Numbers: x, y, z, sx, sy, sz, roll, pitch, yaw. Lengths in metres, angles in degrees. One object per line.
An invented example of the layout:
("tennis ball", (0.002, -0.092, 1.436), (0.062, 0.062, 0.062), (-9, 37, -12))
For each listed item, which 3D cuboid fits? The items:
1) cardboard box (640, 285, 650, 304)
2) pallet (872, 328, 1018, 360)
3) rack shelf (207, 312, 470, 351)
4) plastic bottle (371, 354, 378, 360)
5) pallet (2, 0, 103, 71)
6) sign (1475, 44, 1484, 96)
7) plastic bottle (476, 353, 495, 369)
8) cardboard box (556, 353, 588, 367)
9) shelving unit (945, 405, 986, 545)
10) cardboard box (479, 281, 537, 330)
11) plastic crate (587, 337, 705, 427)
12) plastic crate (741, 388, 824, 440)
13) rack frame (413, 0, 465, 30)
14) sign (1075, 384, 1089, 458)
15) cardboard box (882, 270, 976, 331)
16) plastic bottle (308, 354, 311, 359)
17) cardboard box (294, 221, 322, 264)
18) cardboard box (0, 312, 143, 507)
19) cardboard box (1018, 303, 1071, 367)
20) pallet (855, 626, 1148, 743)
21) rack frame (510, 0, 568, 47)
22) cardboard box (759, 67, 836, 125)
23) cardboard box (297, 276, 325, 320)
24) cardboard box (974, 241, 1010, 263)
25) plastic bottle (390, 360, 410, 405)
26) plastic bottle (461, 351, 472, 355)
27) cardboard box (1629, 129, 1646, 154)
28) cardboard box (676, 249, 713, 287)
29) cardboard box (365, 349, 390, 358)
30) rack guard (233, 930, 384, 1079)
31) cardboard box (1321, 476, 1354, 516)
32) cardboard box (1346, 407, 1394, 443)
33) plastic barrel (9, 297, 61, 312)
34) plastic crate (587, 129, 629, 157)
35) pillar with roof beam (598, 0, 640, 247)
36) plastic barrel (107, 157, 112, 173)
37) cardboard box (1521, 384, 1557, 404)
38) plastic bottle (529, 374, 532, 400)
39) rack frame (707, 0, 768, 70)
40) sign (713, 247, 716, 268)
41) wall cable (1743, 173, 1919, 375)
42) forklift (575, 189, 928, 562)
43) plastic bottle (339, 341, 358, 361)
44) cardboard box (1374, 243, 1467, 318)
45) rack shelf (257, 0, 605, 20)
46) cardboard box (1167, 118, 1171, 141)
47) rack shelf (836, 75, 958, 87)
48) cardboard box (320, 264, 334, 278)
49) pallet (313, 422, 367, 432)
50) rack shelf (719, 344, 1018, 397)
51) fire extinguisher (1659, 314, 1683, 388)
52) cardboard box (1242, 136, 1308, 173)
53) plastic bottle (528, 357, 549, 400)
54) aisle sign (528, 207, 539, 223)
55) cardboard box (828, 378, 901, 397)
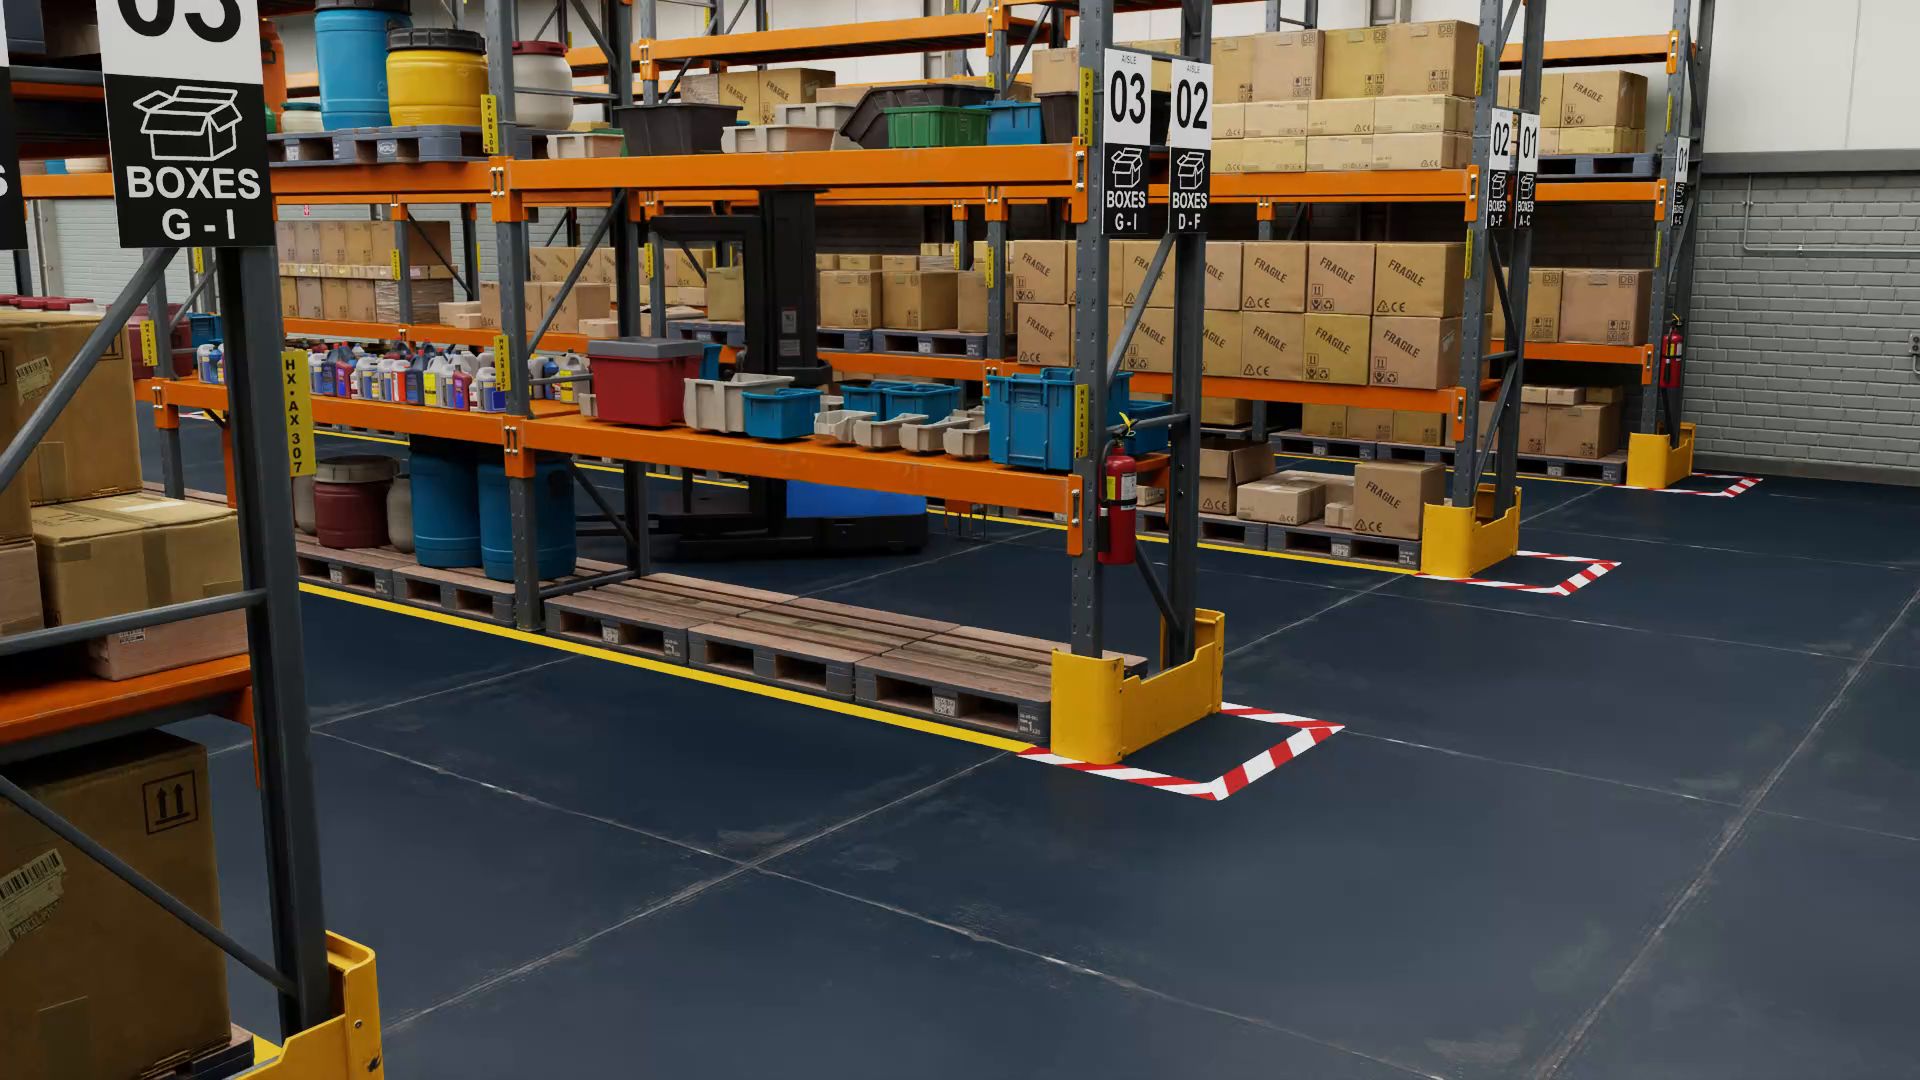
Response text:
("cardboard box", (-4.322, -3.459, 23.356), (0.500, 0.250, 0.500), (8, 13, 35))
("pallet", (-0.010, -1.759, 14.730), (1.213, 0.211, 1.003), (8, 13, 36))
("rack shelf", (-7.490, -2.518, 20.040), (4.000, 0.370, 1.077), (8, 13, 36))
("plastic bottle", (-4.272, -1.253, 12.134), (0.097, 0.201, 0.097), (0, 11, 0))
("pallet", (-2.677, -1.292, 4.145), (1.213, 0.211, 1.003), (8, 13, 36))
("sign", (3.449, -3.122, 11.040), (0.005, 0.325, 0.100), (8, 13, 36))
("plastic bottle", (-3.259, -1.142, 11.363), (0.135, 0.276, 0.152), (8, 13, 36))
("cardboard box", (-5.669, -2.659, 24.797), (0.500, 0.311, 0.500), (6, 13, 29))
("shelving unit", (0.043, -0.509, 12.899), (0.252, 1.050, 0.215), (8, 13, 36))
("cardboard box", (-4.844, -2.547, 18.035), (0.500, 0.500, 0.500), (9, 14, 40))
("plastic crate", (-1.794, -0.911, 9.514), (0.583, 0.464, 0.402), (8, 13, 36))
("plastic crate", (-0.948, -0.678, 8.919), (0.300, 0.233, 0.416), (8, 13, 36))
("rack frame", (-5.878, -5.591, 18.240), (0.127, 3.000, 1.000), (8, 13, 36))
("sign", (0.546, -0.533, 7.458), (0.005, 0.325, 0.100), (8, 13, 36))
("cardboard box", (-0.272, -2.157, 14.913), (0.700, 0.500, 0.500), (-11, 15, -44))
("plastic bottle", (-4.424, -1.130, 11.312), (0.097, 0.271, 0.097), (0, 11, 0))
("cardboard box", (-7.453, -3.550, 19.805), (0.500, 0.500, 0.700), (8, 14, 36))
("cardboard box", (-2.703, -0.373, 4.697), (0.500, 0.500, 0.500), (8, 13, 34))
("cardboard box", (0.819, -1.697, 13.639), (0.500, 0.500, 0.500), (8, 14, 37))
("pallet", (0.217, 0.731, 8.693), (1.213, 0.211, 1.003), (8, 13, 36))
("rack frame", (-6.173, -6.800, 24.487), (0.127, 3.000, 1.000), (8, 13, 36))
("cardboard box", (-1.484, -4.044, 15.245), (0.500, 0.500, 0.500), (8, 13, 36))
("cardboard box", (-7.484, -2.917, 19.946), (0.500, 0.500, 0.700), (8, 14, 37))
("cardboard box", (0.511, -3.434, 19.812), (0.500, 0.250, 0.500), (8, 14, 37))
("plastic bottle", (-3.575, -1.020, 10.734), (0.135, 0.276, 0.152), (8, 13, 36))
("plastic bottle", (-3.446, -1.168, 11.498), (0.135, 0.276, 0.152), (8, 13, 36))
("cardboard box", (6.280, -3.830, 16.057), (0.500, 0.250, 0.500), (9, 14, 38))
("cardboard box", (-3.513, -3.715, 22.703), (0.500, 0.500, 0.500), (8, 13, 35))
("cardboard box", (-6.778, -1.947, 19.356), (0.500, 0.500, 0.500), (8, 13, 36))
("rack guard", (-2.054, 1.449, 4.223), (0.348, 0.500, 1.175), (8, 13, 36))
("cardboard box", (3.120, -0.324, 12.887), (0.500, 0.250, 0.500), (8, 13, 36))
("cardboard box", (4.444, -1.328, 17.470), (0.500, 0.500, 0.700), (8, 13, 35))
("plastic barrel", (-7.581, -1.731, 13.723), (0.433, 0.535, 0.433), (0, 11, 0))
("plastic crate", (-1.845, -2.356, 9.971), (0.662, 0.188, 0.450), (8, 13, 36))
("pillar with roof beam", (-7.645, -6.195, 21.358), (0.400, 9.000, 9.100), (8, 13, 36))
("plastic barrel", (-6.650, -3.321, 13.271), (0.708, 0.830, 0.600), (8, 13, 36))
("cardboard box", (5.682, -1.432, 16.300), (0.250, 0.149, 0.380), (8, 14, 37))
("plastic bottle", (-2.867, -1.021, 10.936), (0.097, 0.201, 0.097), (0, 11, 0))
("rack frame", (-2.949, -6.350, 22.162), (0.127, 3.000, 1.000), (8, 13, 36))
("sign", (-3.264, -3.746, 22.216), (0.005, 0.325, 0.100), (8, 13, 36))
("wall cable", (8.315, -2.555, 15.666), (1.851, 1.984, 0.084), (8, 13, 36))
("forklift", (-1.801, -1.383, 12.462), (3.031, 2.935, 1.130), (-2, 11, -8))
("plastic bottle", (-4.206, -1.180, 11.362), (0.185, 0.351, 0.144), (8, 13, 36))
("cardboard box", (3.272, -1.845, 11.773), (0.500, 0.500, 0.500), (8, 13, 35))
("rack shelf", (-3.977, -3.609, 10.942), (4.000, 0.370, 1.077), (8, 13, 36))
("cardboard box", (1.615, -3.184, 12.774), (0.500, 0.250, 0.500), (8, 13, 36))
("rack shelf", (-1.337, -5.576, 21.106), (4.000, 0.370, 1.077), (8, 13, 36))
("cardboard box", (-7.247, -3.154, 19.466), (0.250, 0.149, 0.380), (8, 14, 37))
("pallet", (-7.482, -1.510, 20.278), (1.213, 0.211, 1.003), (8, 13, 36))
("rack shelf", (-1.042, -1.618, 15.391), (4.000, 0.370, 1.077), (8, 13, 36))
("fire extinguisher", (6.571, -1.747, 15.348), (0.183, 0.674, 0.296), (8, 13, 36))
("cardboard box", (2.416, -2.825, 12.235), (0.500, 0.250, 0.500), (8, 13, 36))
("plastic bottle", (-2.808, -1.079, 11.038), (0.135, 0.276, 0.152), (8, 13, 36))
("aisle sign", (-6.409, -5.093, 24.614), (0.004, 0.787, 0.394), (8, 13, 36))
("cardboard box", (-0.887, -1.364, 15.631), (0.500, 0.250, 0.500), (8, 13, 34))
